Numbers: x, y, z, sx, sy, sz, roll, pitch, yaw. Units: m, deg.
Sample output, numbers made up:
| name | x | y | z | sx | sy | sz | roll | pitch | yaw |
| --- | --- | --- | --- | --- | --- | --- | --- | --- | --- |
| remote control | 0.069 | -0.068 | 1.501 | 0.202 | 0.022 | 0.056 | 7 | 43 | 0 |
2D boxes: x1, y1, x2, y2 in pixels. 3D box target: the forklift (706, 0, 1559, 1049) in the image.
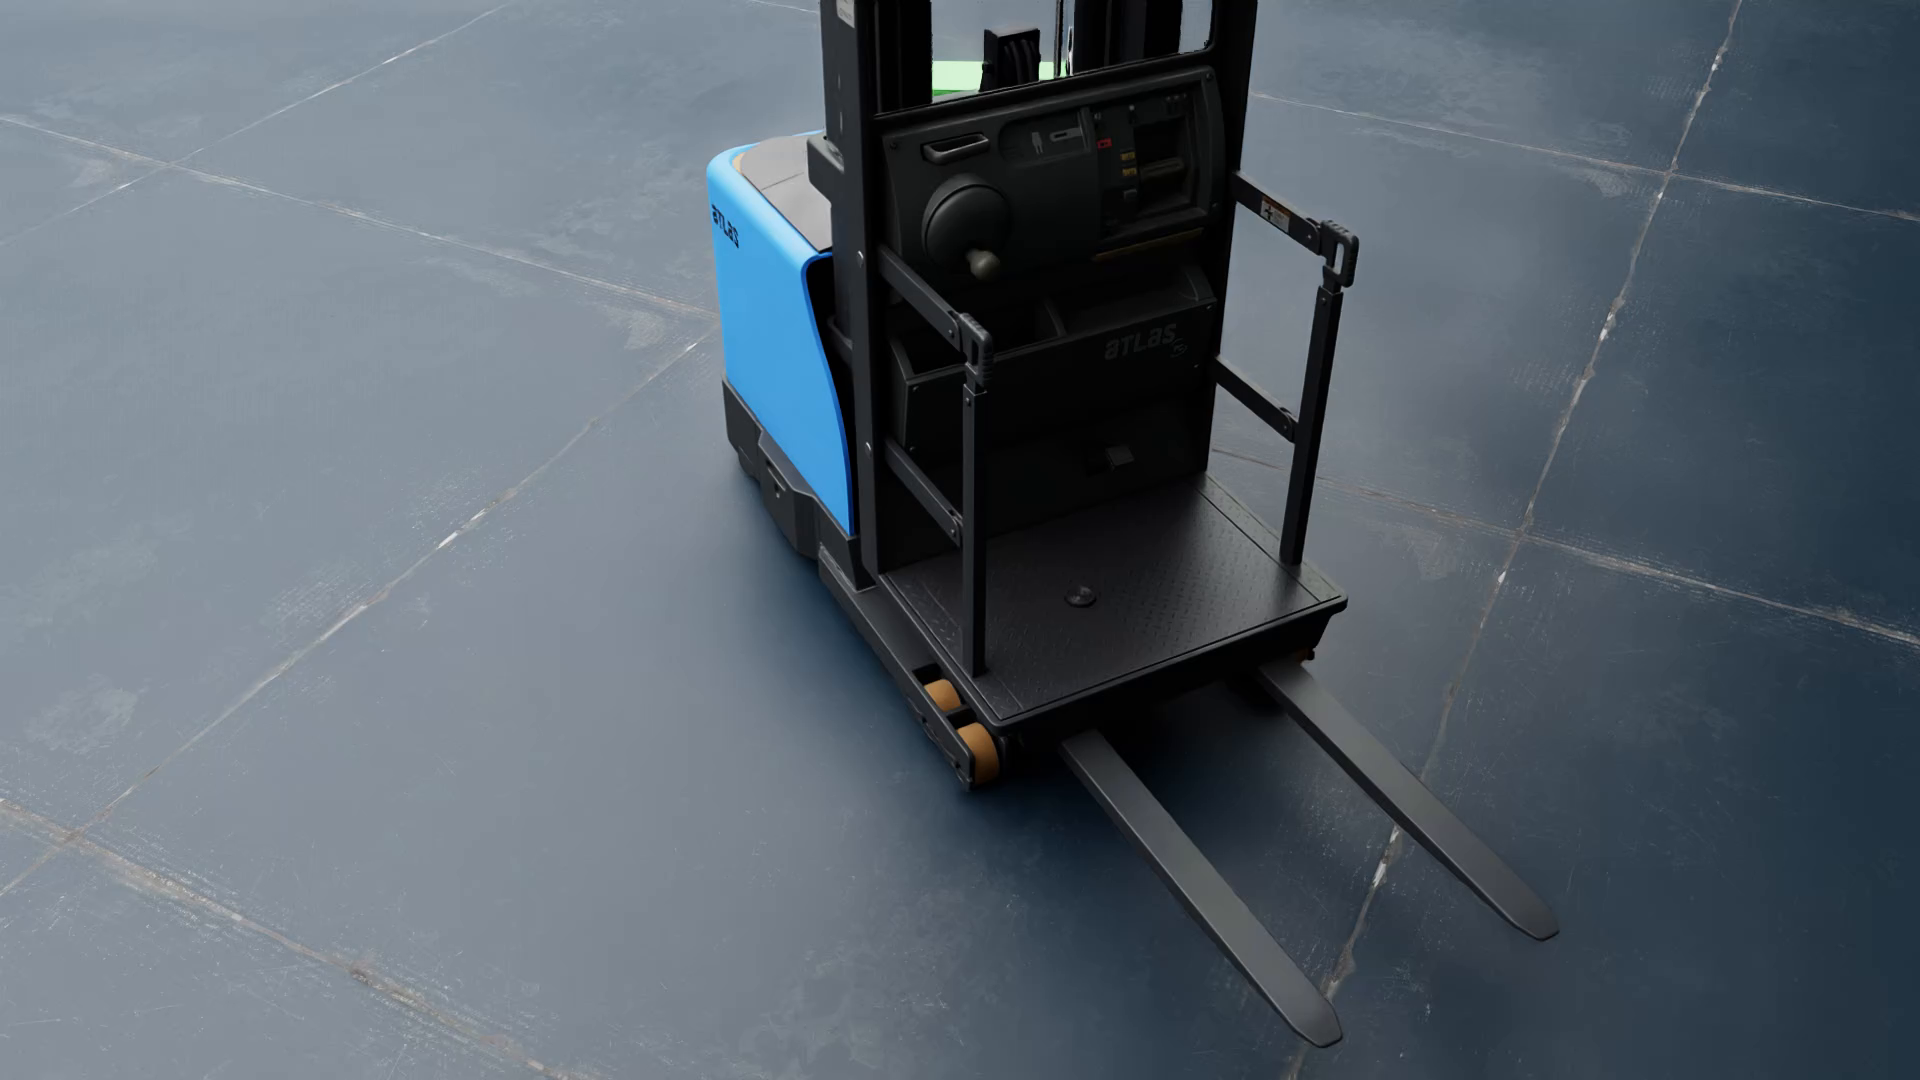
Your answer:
| name | x | y | z | sx | sy | sz | roll | pitch | yaw |
| --- | --- | --- | --- | --- | --- | --- | --- | --- | --- |
| forklift | 0.348 | -0.830 | 3.919 | 1.130 | 2.935 | 3.031 | -18 | 41 | -22 |

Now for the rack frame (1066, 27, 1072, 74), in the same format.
| name | x | y | z | sx | sy | sz | roll | pitch | yaw |
| --- | --- | --- | --- | --- | --- | --- | --- | --- | --- |
| rack frame | 0.362 | -1.148 | 5.770 | 0.015 | 1.200 | 0.240 | 1 | 37 | 1 |

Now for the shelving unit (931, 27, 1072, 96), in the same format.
| name | x | y | z | sx | sy | sz | roll | pitch | yaw |
| --- | --- | --- | --- | --- | --- | --- | --- | --- | --- |
| shelving unit | 0.118 | -1.152 | 5.775 | 0.503 | 1.200 | 0.258 | 1 | 37 | 1 |

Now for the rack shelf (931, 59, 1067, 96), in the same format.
| name | x | y | z | sx | sy | sz | roll | pitch | yaw |
| --- | --- | --- | --- | --- | --- | --- | --- | --- | --- |
| rack shelf | 0.118 | -1.483 | 5.523 | 0.480 | 0.148 | 0.258 | 1 | 37 | 1 |
